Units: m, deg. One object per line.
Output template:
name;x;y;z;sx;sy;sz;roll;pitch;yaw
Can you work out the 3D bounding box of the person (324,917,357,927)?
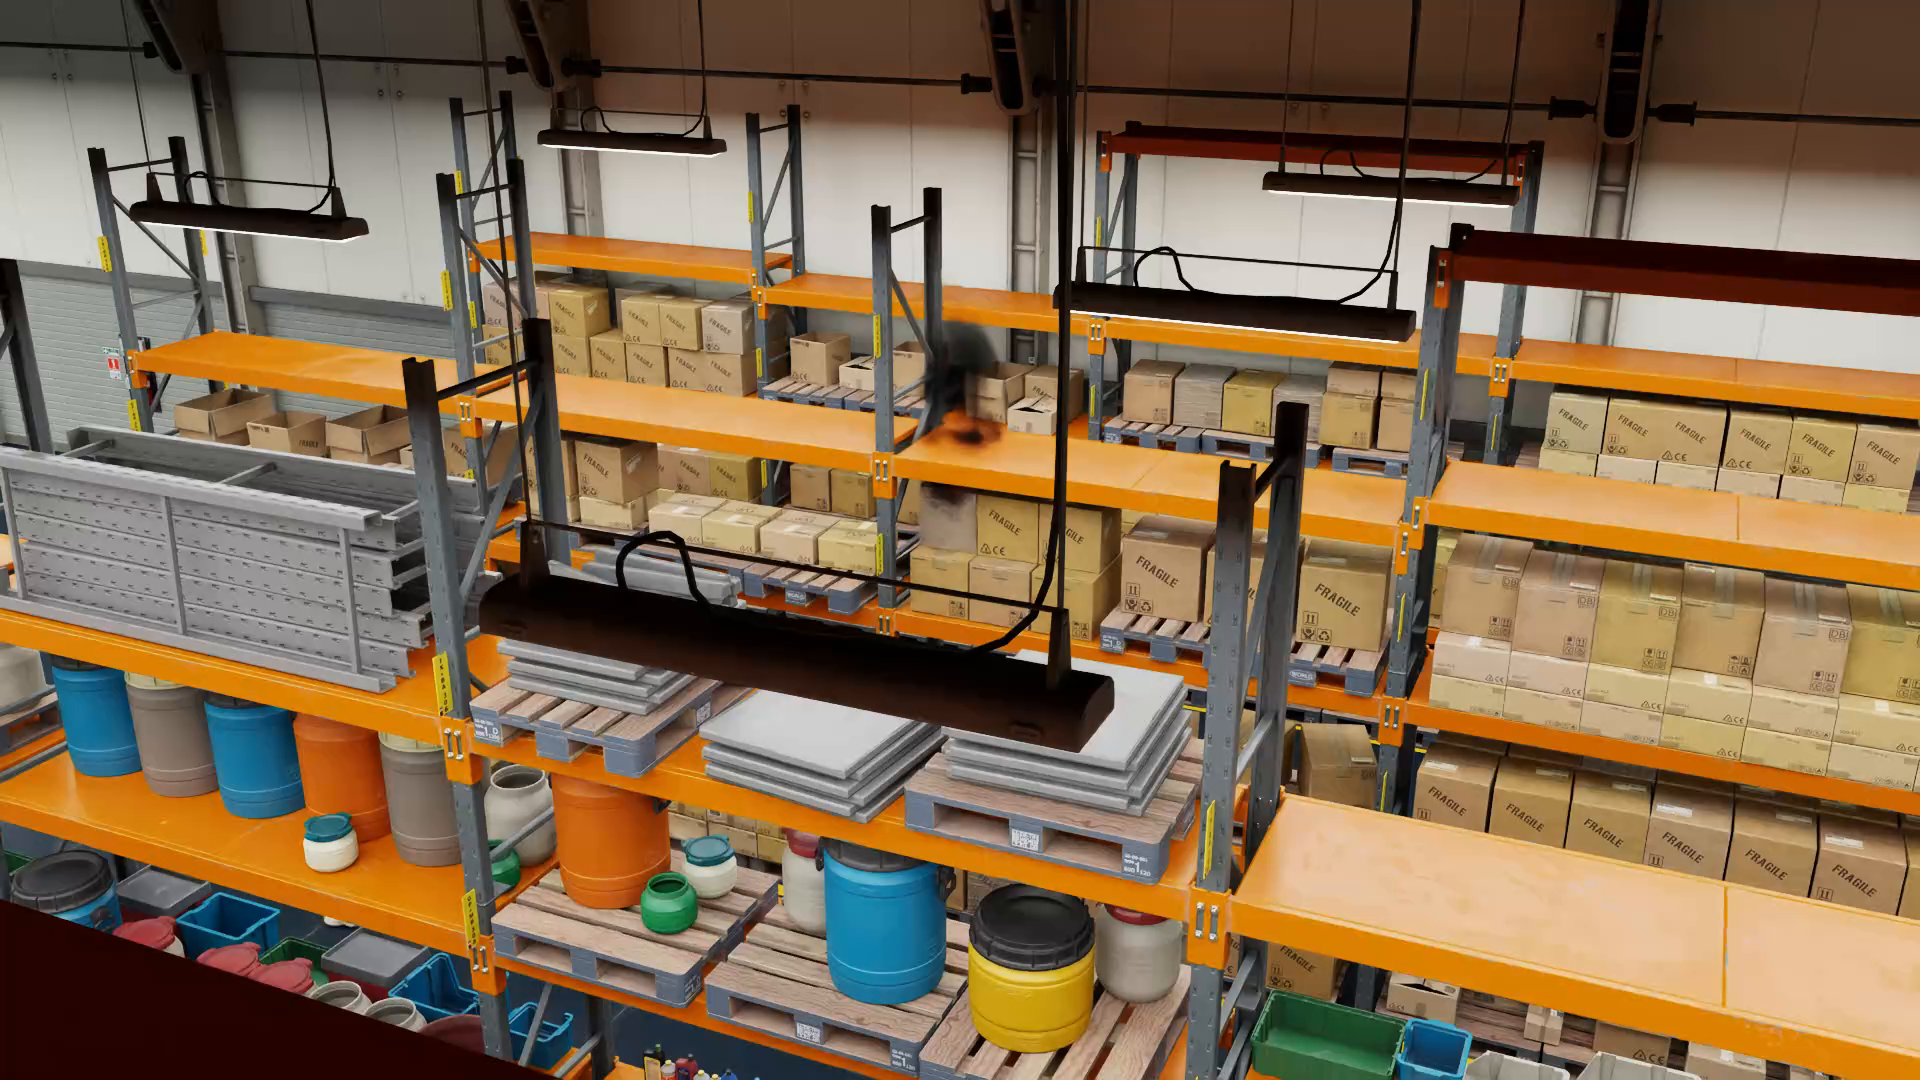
person;-5.149;2.475;13.836;0.711;1.606;0.548;4;21;11
